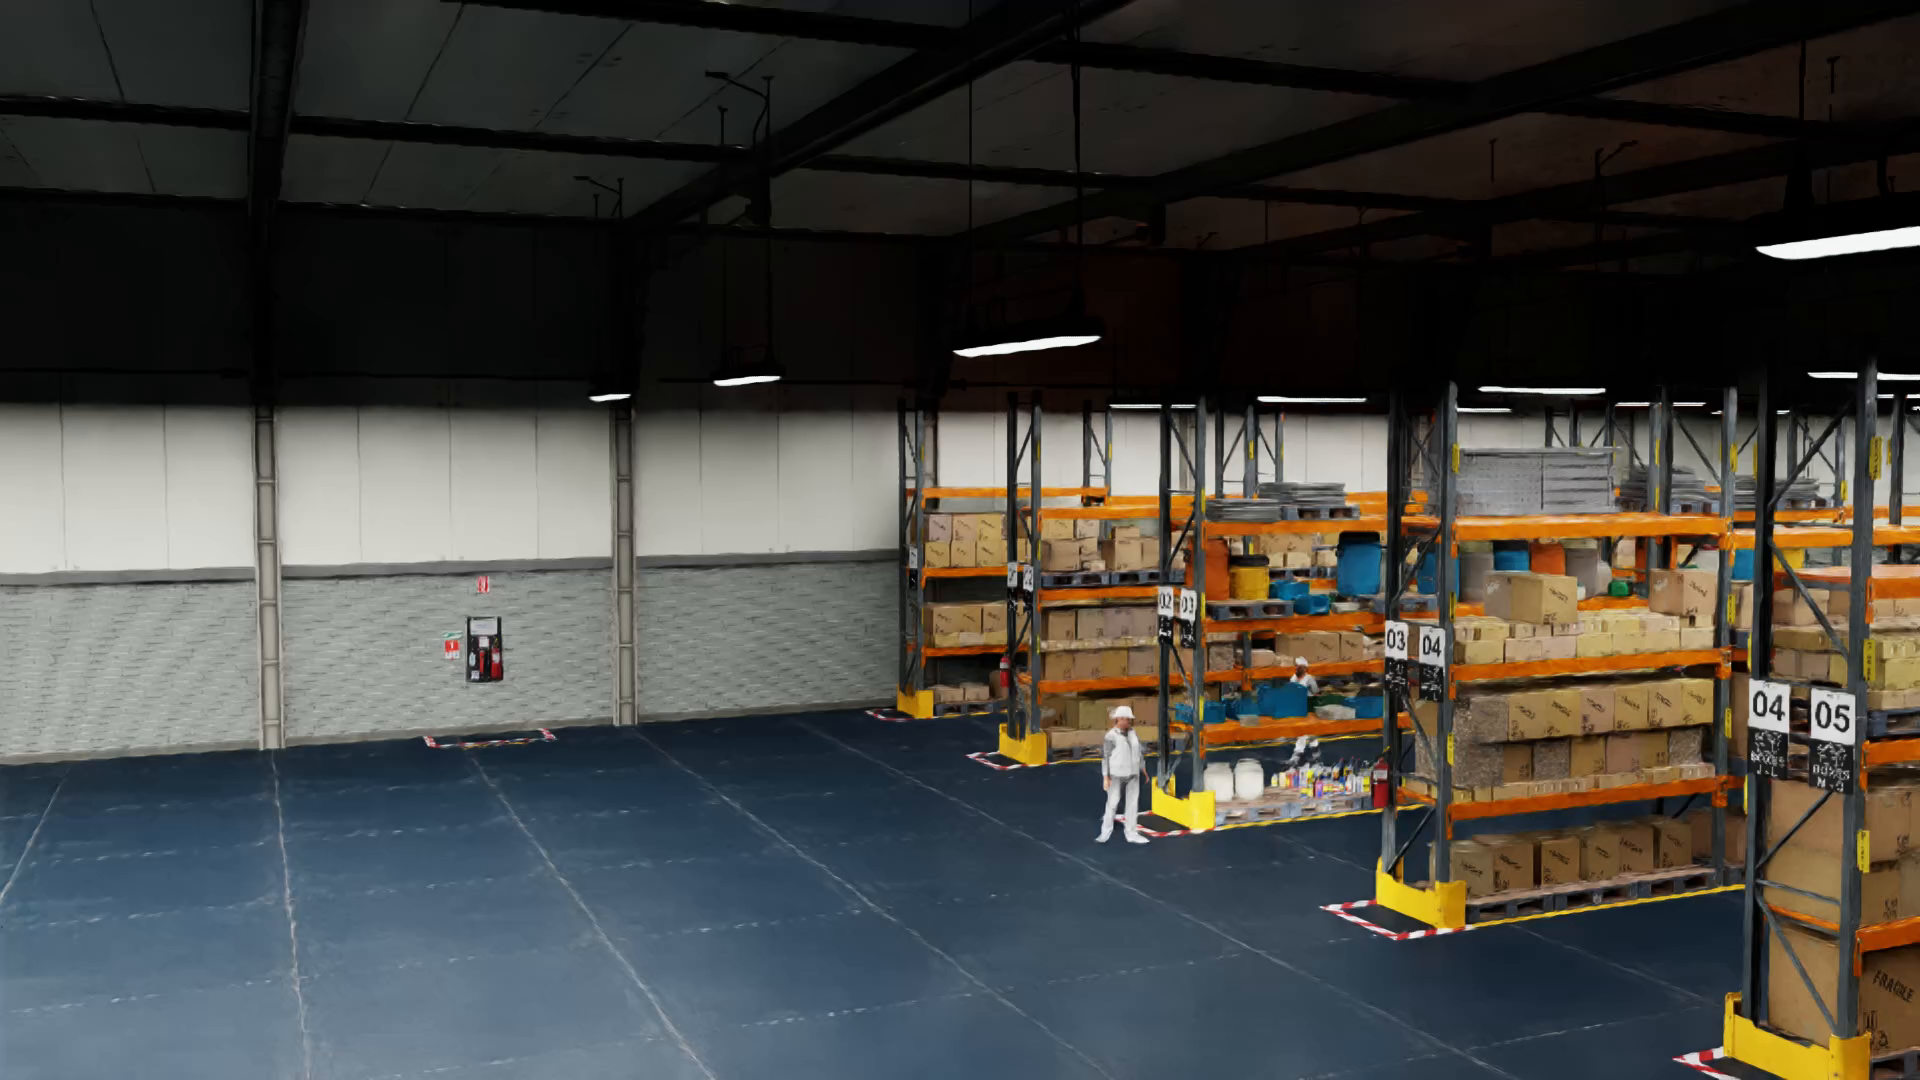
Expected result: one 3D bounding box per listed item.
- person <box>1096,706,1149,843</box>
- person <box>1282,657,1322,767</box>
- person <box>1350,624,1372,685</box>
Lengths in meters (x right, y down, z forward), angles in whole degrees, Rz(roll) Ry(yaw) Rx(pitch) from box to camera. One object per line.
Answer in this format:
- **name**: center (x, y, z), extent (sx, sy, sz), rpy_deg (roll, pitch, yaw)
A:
- **person**: center (2.109, 3.015, 21.471), extent (0.703, 1.769, 0.496), rpy_deg (-2, 4, -29)
- **person**: center (5.447, 2.729, 26.603), extent (1.030, 1.727, 0.528), rpy_deg (-2, 4, -32)
- **person**: center (7.924, 2.442, 32.750), extent (0.526, 1.625, 0.592), rpy_deg (-2, 4, -26)
